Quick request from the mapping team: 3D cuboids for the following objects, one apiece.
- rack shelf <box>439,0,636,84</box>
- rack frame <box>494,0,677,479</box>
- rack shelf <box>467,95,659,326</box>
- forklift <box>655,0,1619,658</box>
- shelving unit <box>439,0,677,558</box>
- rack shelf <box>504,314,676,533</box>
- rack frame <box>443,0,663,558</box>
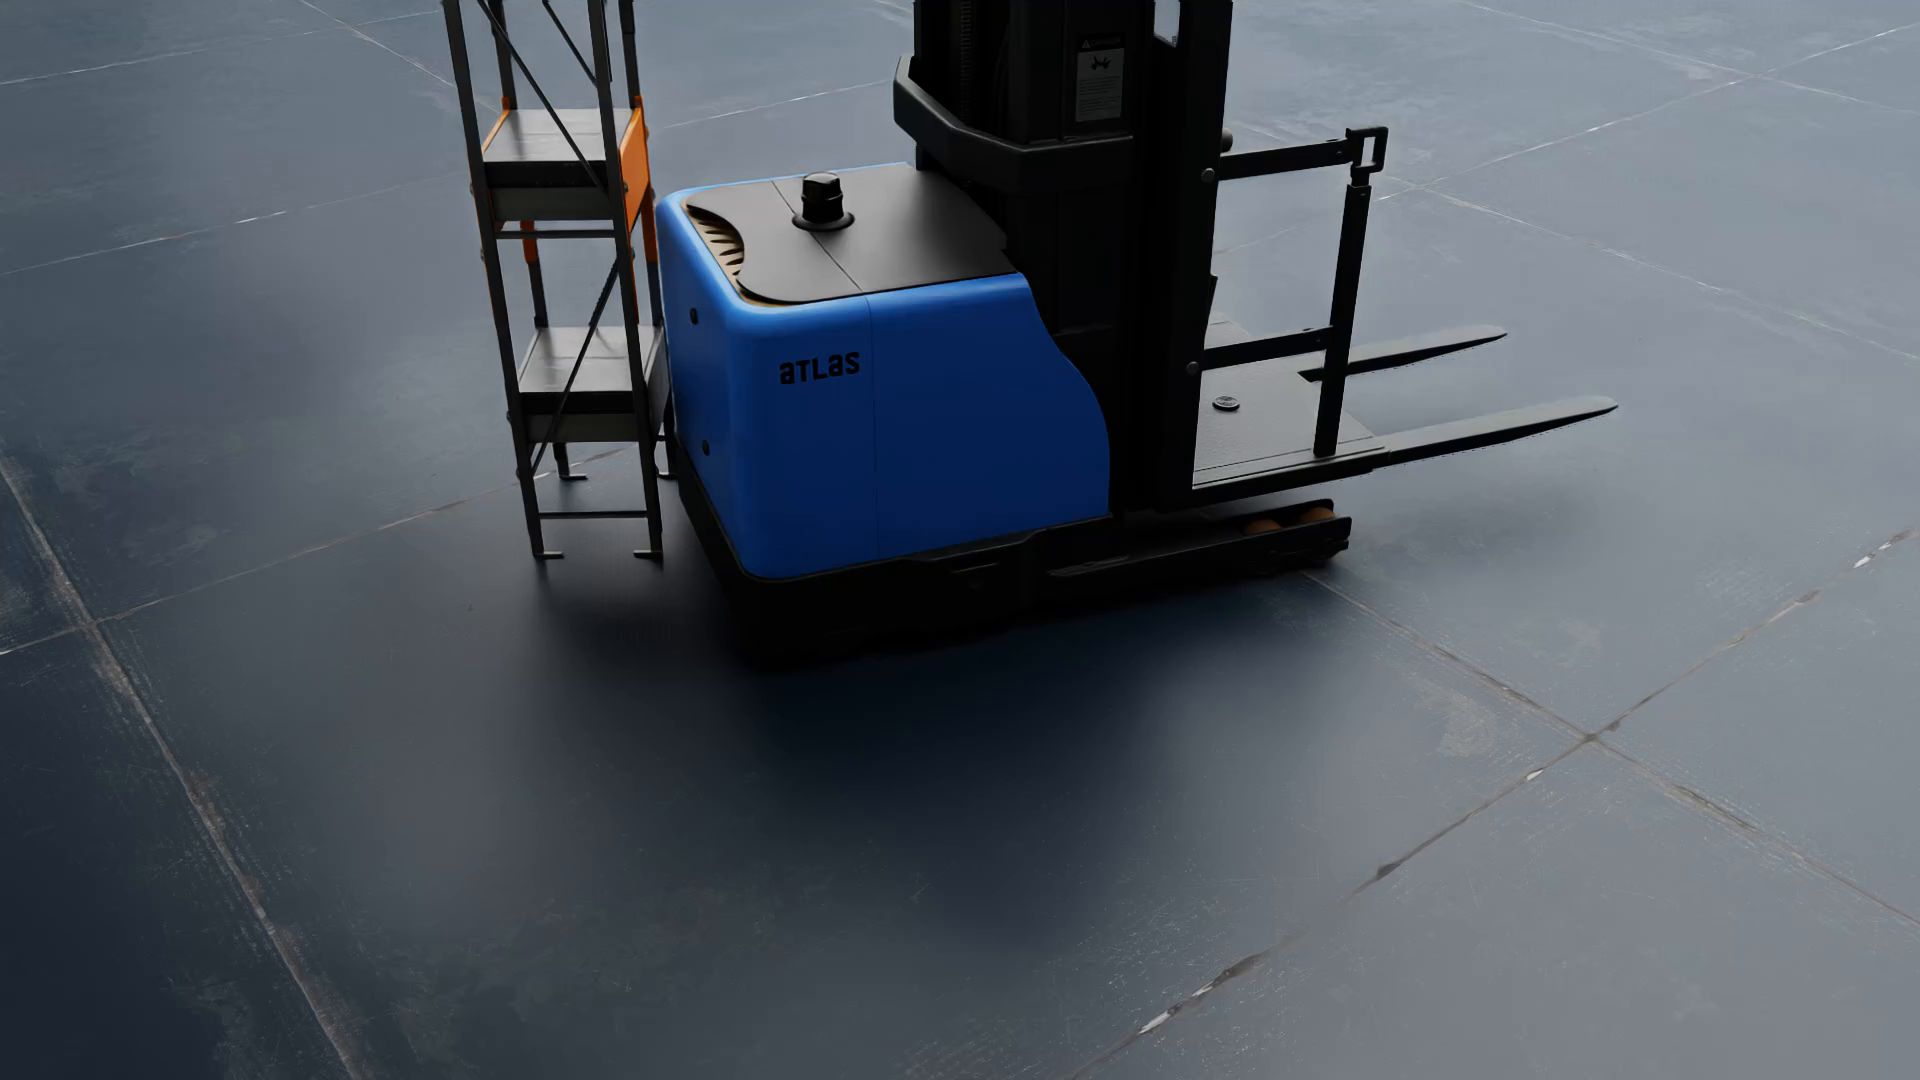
[{"bbox_3d":[-1.134,-1.555,4.462,0.431,0.518,0.480,-1,32,-2],"label":"rack shelf"},{"bbox_3d":[-1.143,-1.102,5.032,0.400,2.100,0.015,-1,32,-2],"label":"rack frame"},{"bbox_3d":[-1.134,-0.961,4.833,0.431,0.518,0.480,-1,32,-2],"label":"rack shelf"},{"bbox_3d":[0.669,-1.390,4.710,3.031,2.935,1.130,-11,34,-17],"label":"forklift"},{"bbox_3d":[-1.134,-0.973,4.825,0.431,2.100,0.503,-1,32,-2],"label":"shelving unit"},{"bbox_3d":[-1.135,-0.368,5.203,0.431,0.518,0.480,-1,32,-2],"label":"rack shelf"},{"bbox_3d":[-1.126,-0.844,4.619,0.400,2.100,0.015,-1,32,-2],"label":"rack frame"}]
